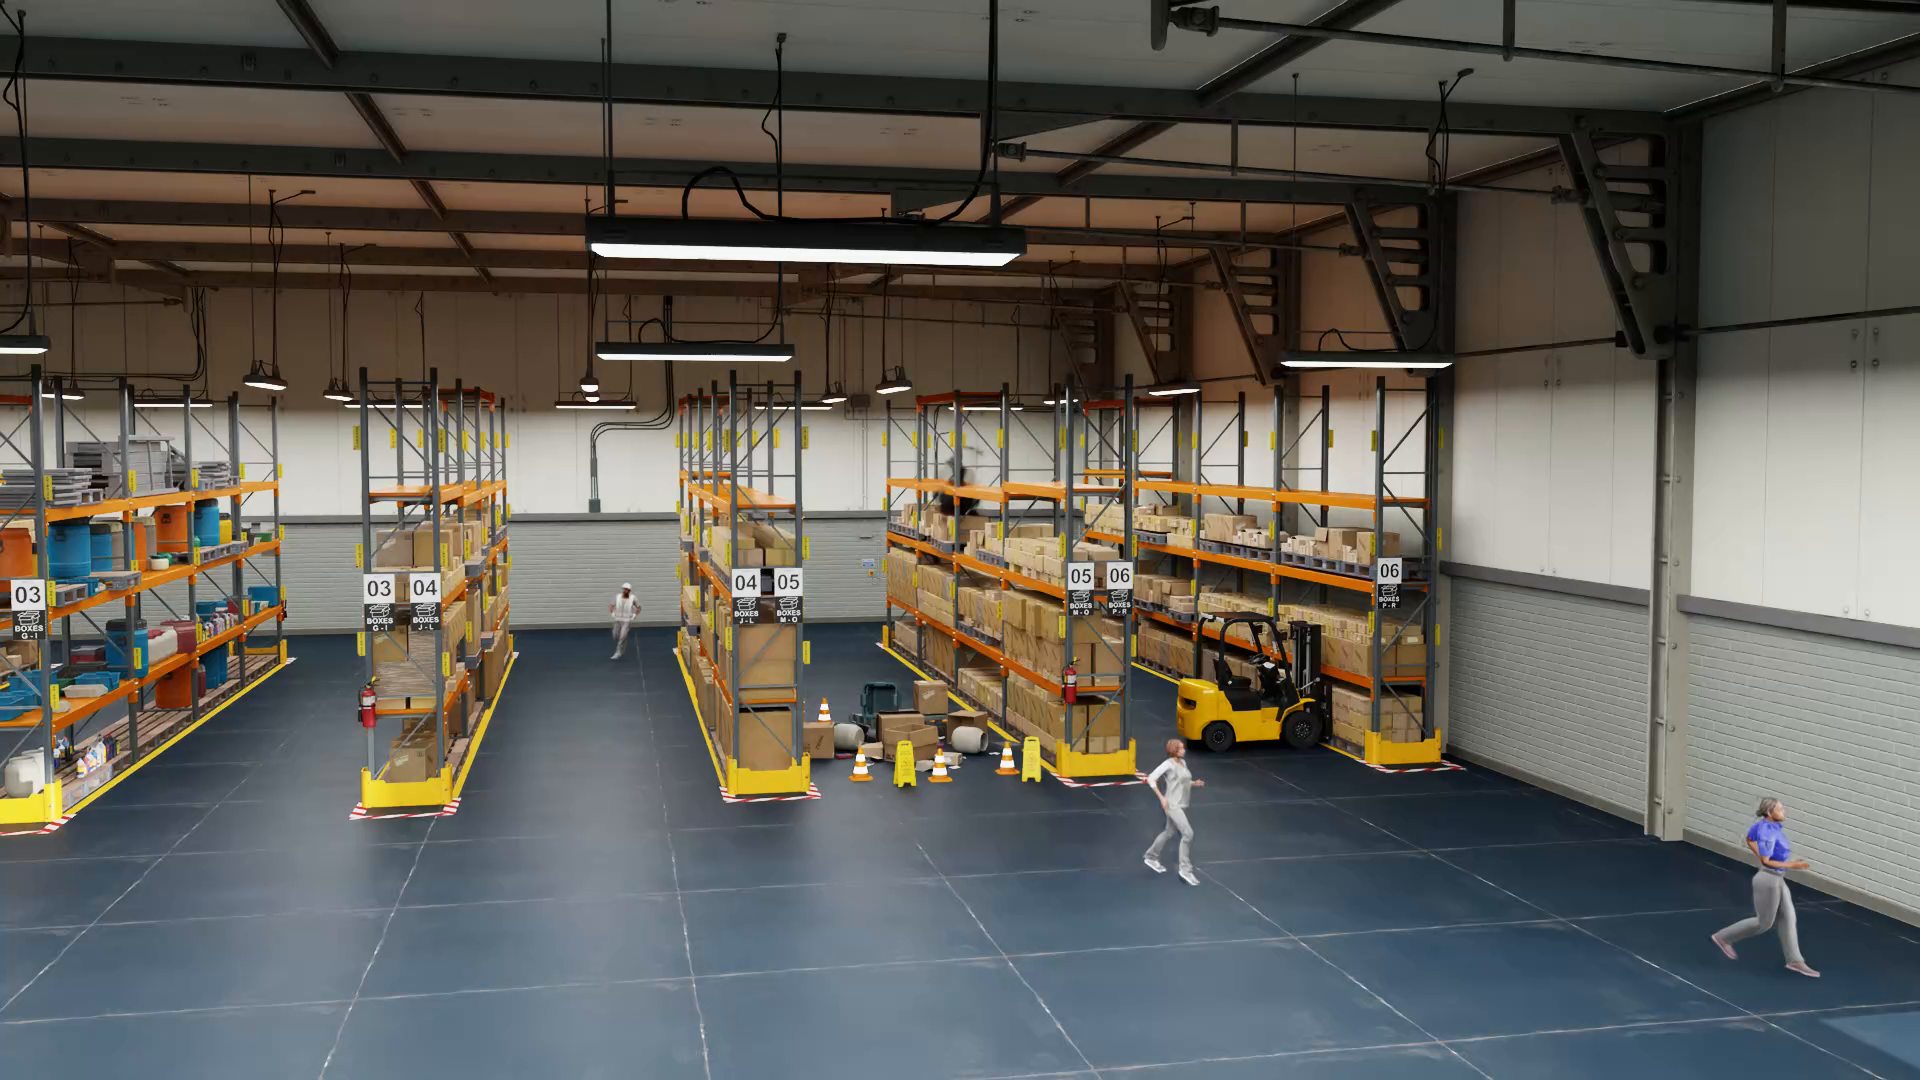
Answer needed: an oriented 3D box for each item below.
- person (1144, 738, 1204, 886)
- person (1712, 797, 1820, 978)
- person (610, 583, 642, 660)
[{"bbox_3d":[2.426,3.069,18.906,0.737,1.643,0.510,2,4,27],"label":"person"},{"bbox_3d":[7.586,3.241,15.621,0.920,1.645,0.581,2,4,31],"label":"person"},{"bbox_3d":[-7.725,1.860,38.372,0.730,1.749,0.668,0,3,4],"label":"person"}]
